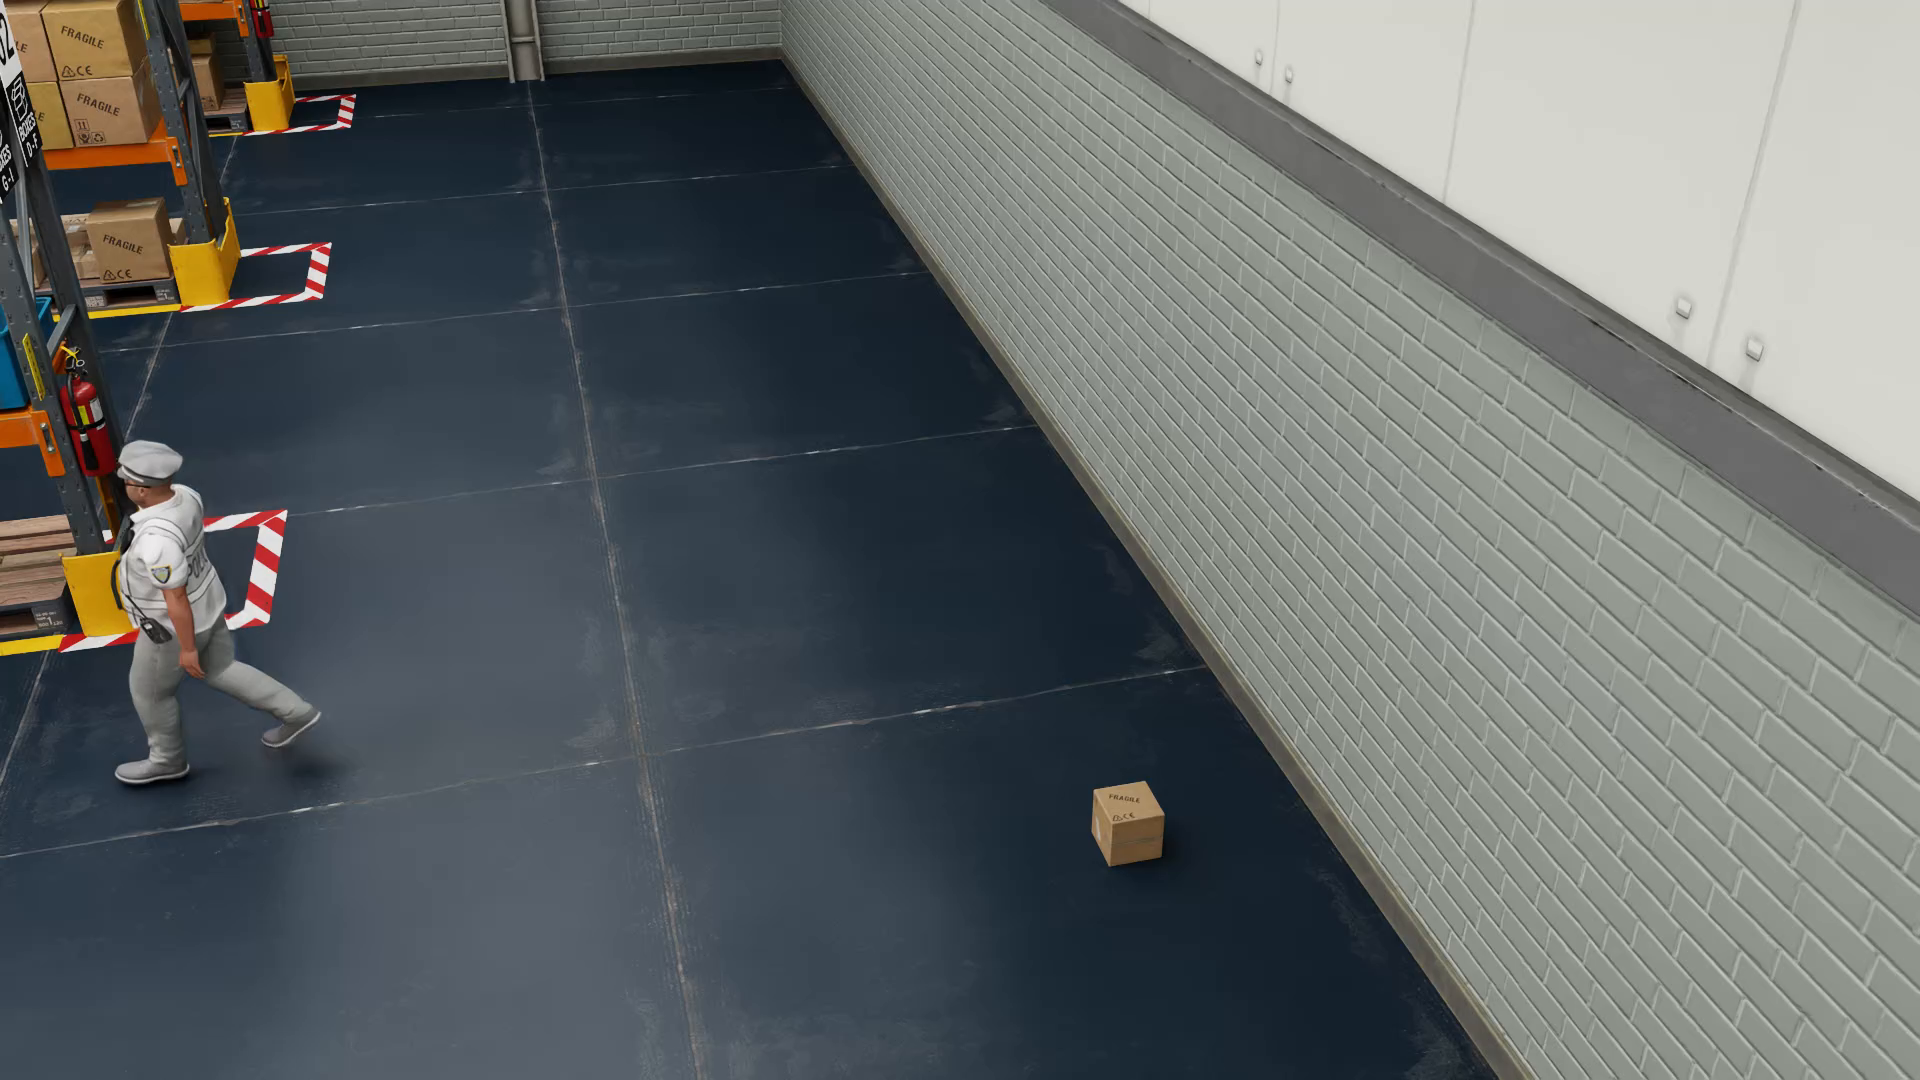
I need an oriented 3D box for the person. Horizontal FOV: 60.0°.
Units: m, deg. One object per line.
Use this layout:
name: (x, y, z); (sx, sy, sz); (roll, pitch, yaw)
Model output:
person: (-3.561, 0.325, 7.636); (0.952, 1.734, 0.548); (-1, 30, -3)
